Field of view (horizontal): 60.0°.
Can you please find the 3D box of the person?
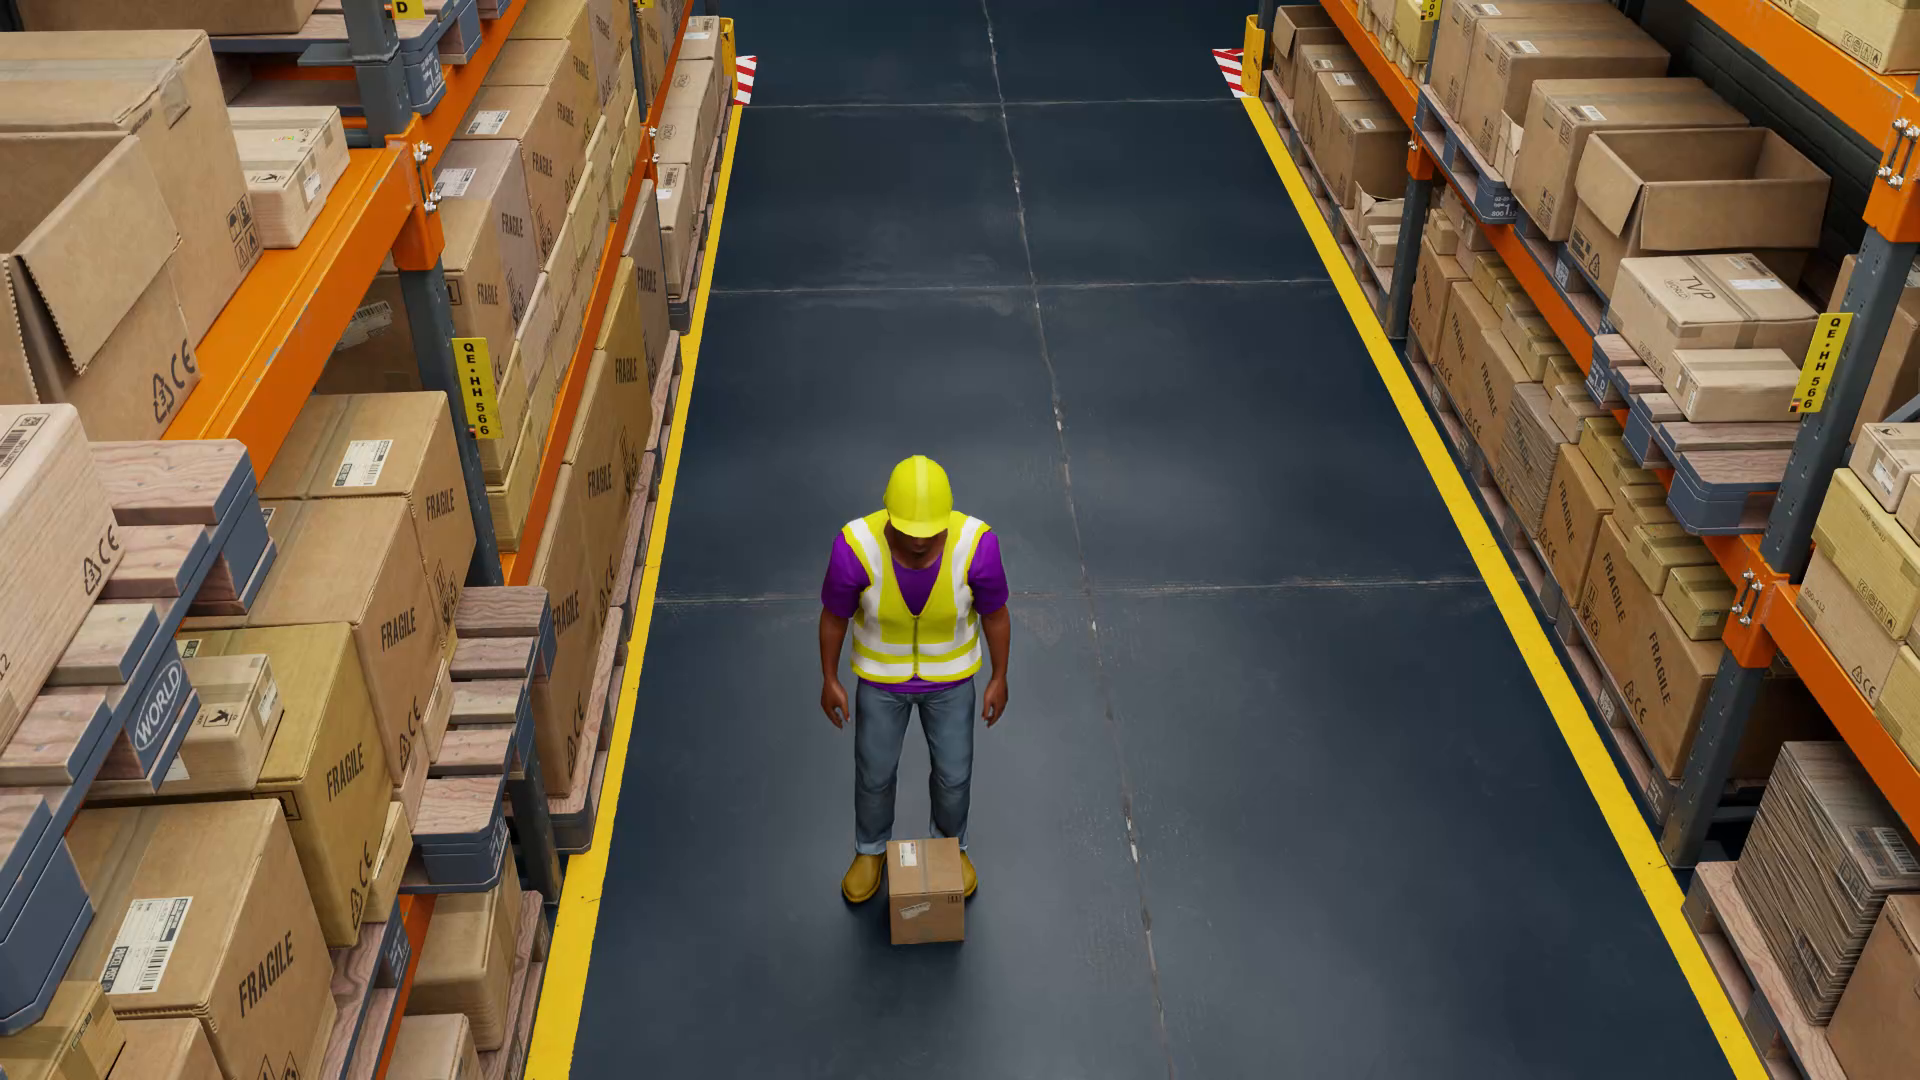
[{"bbox_3d":[-0.148,0.459,5.475,0.628,1.760,0.459,-1,35,-2],"label":"person"}]
